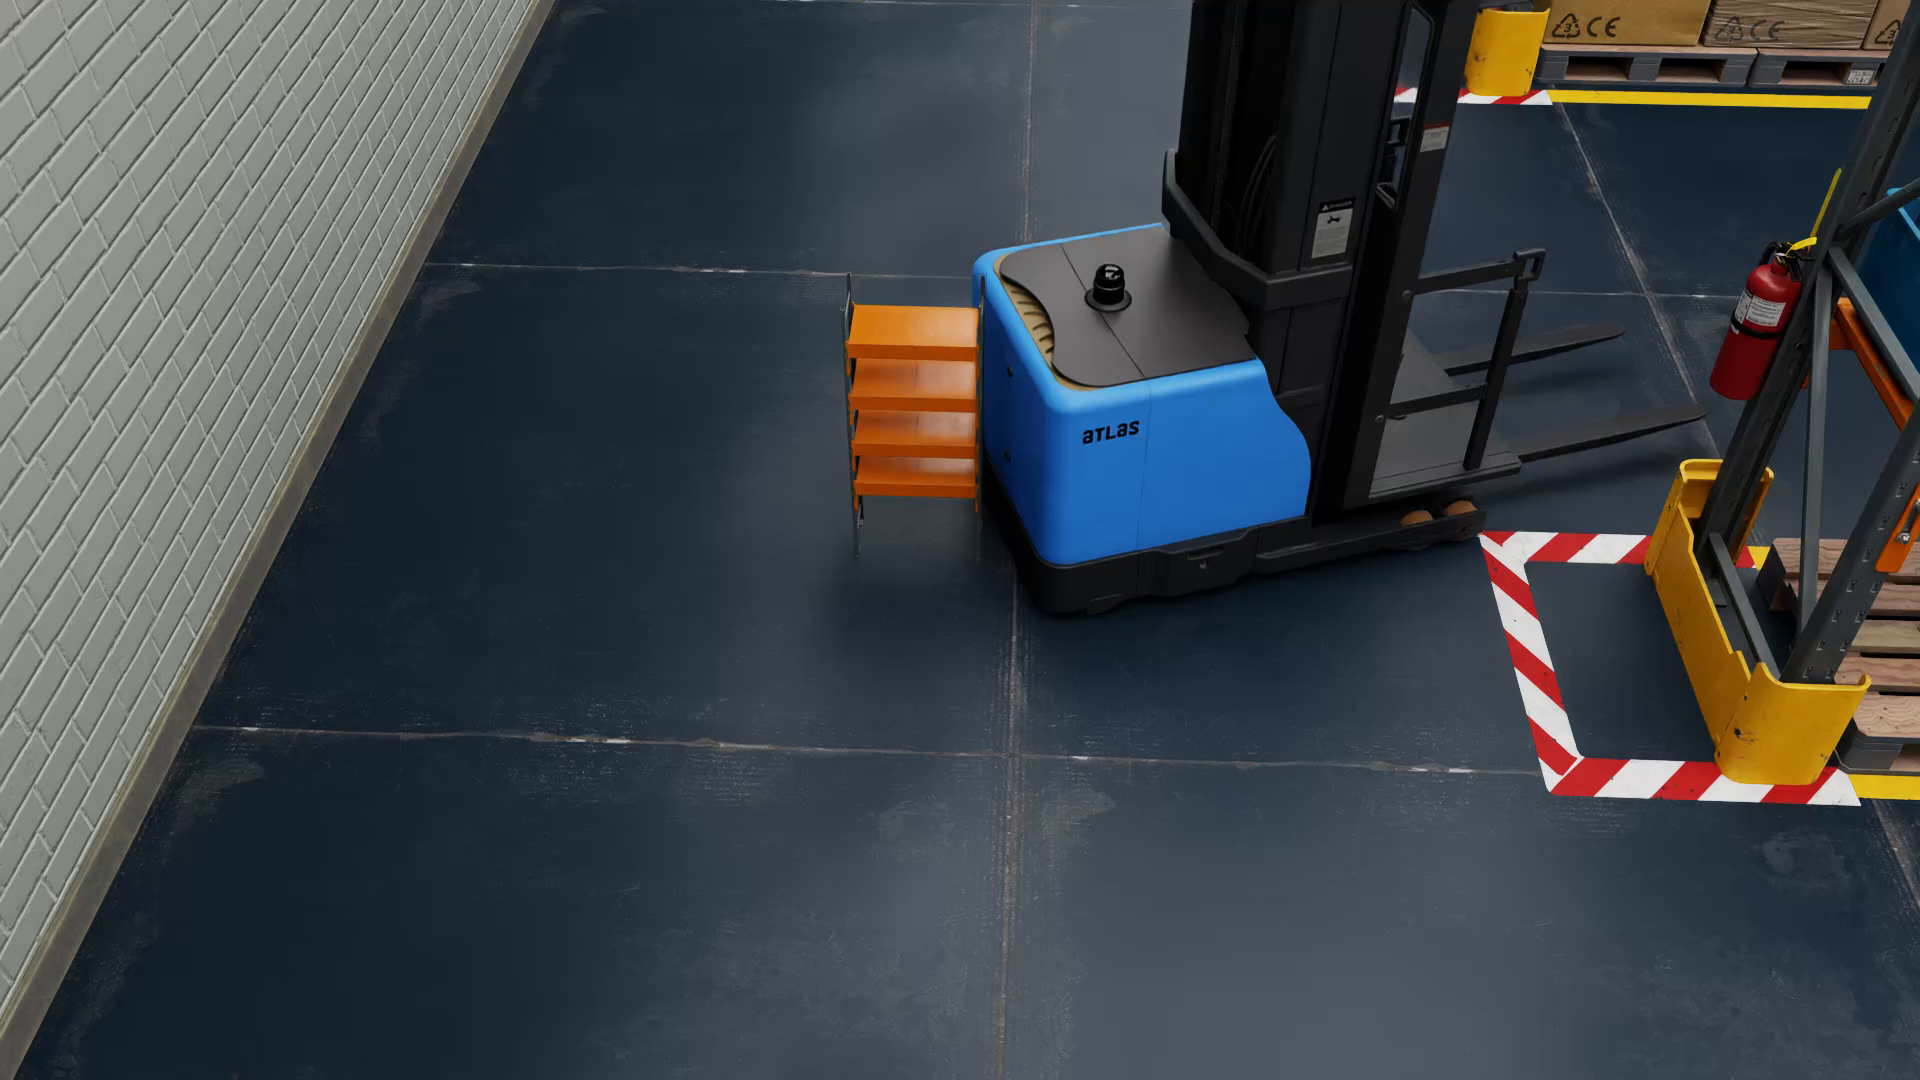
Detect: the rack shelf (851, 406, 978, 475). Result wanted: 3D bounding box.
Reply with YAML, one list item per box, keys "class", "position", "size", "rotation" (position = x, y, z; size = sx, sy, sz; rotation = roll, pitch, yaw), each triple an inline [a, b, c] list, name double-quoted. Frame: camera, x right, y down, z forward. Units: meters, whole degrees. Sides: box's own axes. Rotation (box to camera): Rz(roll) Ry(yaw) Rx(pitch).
- class: "rack shelf"
  position: [-0.165, -0.395, 6.392]
  size: [0.480, 0.148, 0.258]
  rotation: [2, 43, 2]

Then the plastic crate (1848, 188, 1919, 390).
- class: "plastic crate"
  position: [3.246, -0.798, 5.337]
  size: [0.499, 0.435, 0.616]
  rotation: [2, 43, 2]

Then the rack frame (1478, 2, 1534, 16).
- class: "rack frame"
  position: [3.127, -4.019, 8.864]
  size: [0.127, 3.000, 1.000]
  rotation: [2, 43, 2]

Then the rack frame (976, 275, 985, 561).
- class: "rack frame"
  position: [0.078, -0.437, 6.338]
  size: [0.015, 1.200, 0.240]
  rotation: [2, 43, 2]

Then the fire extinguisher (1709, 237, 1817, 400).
- class: "fire extinguisher"
  position: [2.773, -0.796, 5.734]
  size: [0.183, 0.674, 0.296]
  rotation: [2, 43, 2]

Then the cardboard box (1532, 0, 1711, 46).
- class: "cardboard box"
  position: [3.770, -3.430, 9.482]
  size: [0.875, 0.875, 0.875]
  rotation: [2, 43, 2]

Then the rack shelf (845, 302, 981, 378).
- class: "rack shelf"
  position: [-0.165, -0.732, 6.079]
  size: [0.480, 0.148, 0.258]
  rotation: [2, 43, 2]

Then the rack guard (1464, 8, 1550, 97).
- class: "rack guard"
  position: [3.103, -3.105, 9.717]
  size: [0.348, 0.500, 1.175]
  rotation: [2, 43, 2]

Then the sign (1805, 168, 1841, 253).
- class: "sign"
  position: [2.912, -1.081, 5.591]
  size: [0.005, 0.325, 0.100]
  rotation: [2, 43, 2]

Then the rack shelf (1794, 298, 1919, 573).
- class: "rack shelf"
  position: [4.902, -0.322, 5.423]
  size: [4.000, 0.370, 1.077]
  rotation: [2, 43, 2]

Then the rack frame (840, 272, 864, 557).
- class: "rack frame"
  position: [-0.409, -0.452, 6.355]
  size: [0.015, 1.200, 0.240]
  rotation: [2, 43, 2]

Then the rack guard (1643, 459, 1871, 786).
- class: "rack guard"
  position: [2.879, 0.276, 6.087]
  size: [0.348, 0.500, 1.175]
  rotation: [2, 43, 2]

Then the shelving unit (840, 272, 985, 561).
- class: "shelving unit"
  position: [-0.165, -0.444, 6.346]
  size: [0.503, 1.200, 0.258]
  rotation: [2, 43, 2]

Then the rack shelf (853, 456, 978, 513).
- class: "rack shelf"
  position: [-0.165, -0.250, 6.528]
  size: [0.480, 0.148, 0.258]
  rotation: [2, 43, 2]

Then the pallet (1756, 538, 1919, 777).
- class: "pallet"
  position: [3.726, 0.425, 6.138]
  size: [1.213, 0.211, 1.003]
  rotation: [2, 43, 2]

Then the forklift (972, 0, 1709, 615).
- class: "forklift"
  position: [1.609, -1.363, 6.063]
  size: [3.031, 2.935, 1.130]
  rotation: [-12, 44, -12]

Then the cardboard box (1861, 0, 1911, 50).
- class: "cardboard box"
  position: [5.568, -3.375, 9.423]
  size: [0.875, 0.875, 0.875]
  rotation: [2, 43, 2]

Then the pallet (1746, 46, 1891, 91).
- class: "pallet"
  position: [5.144, -2.988, 9.803]
  size: [1.213, 0.211, 1.003]
  rotation: [2, 43, 2]

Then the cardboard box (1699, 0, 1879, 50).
- class: "cardboard box"
  position: [4.679, -3.402, 9.452]
  size: [0.875, 0.875, 0.875]
  rotation: [2, 43, 2]

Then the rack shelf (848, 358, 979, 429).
- class: "rack shelf"
  position: [-0.165, -0.559, 6.240]
  size: [0.480, 0.148, 0.258]
  rotation: [2, 43, 2]

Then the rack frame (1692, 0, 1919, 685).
- class: "rack frame"
  position: [2.904, -0.647, 5.244]
  size: [0.127, 3.000, 1.000]
  rotation: [2, 43, 2]

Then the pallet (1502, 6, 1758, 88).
- class: "pallet"
  position: [3.929, -3.028, 9.845]
  size: [1.213, 0.211, 1.003]
  rotation: [2, 43, 2]
